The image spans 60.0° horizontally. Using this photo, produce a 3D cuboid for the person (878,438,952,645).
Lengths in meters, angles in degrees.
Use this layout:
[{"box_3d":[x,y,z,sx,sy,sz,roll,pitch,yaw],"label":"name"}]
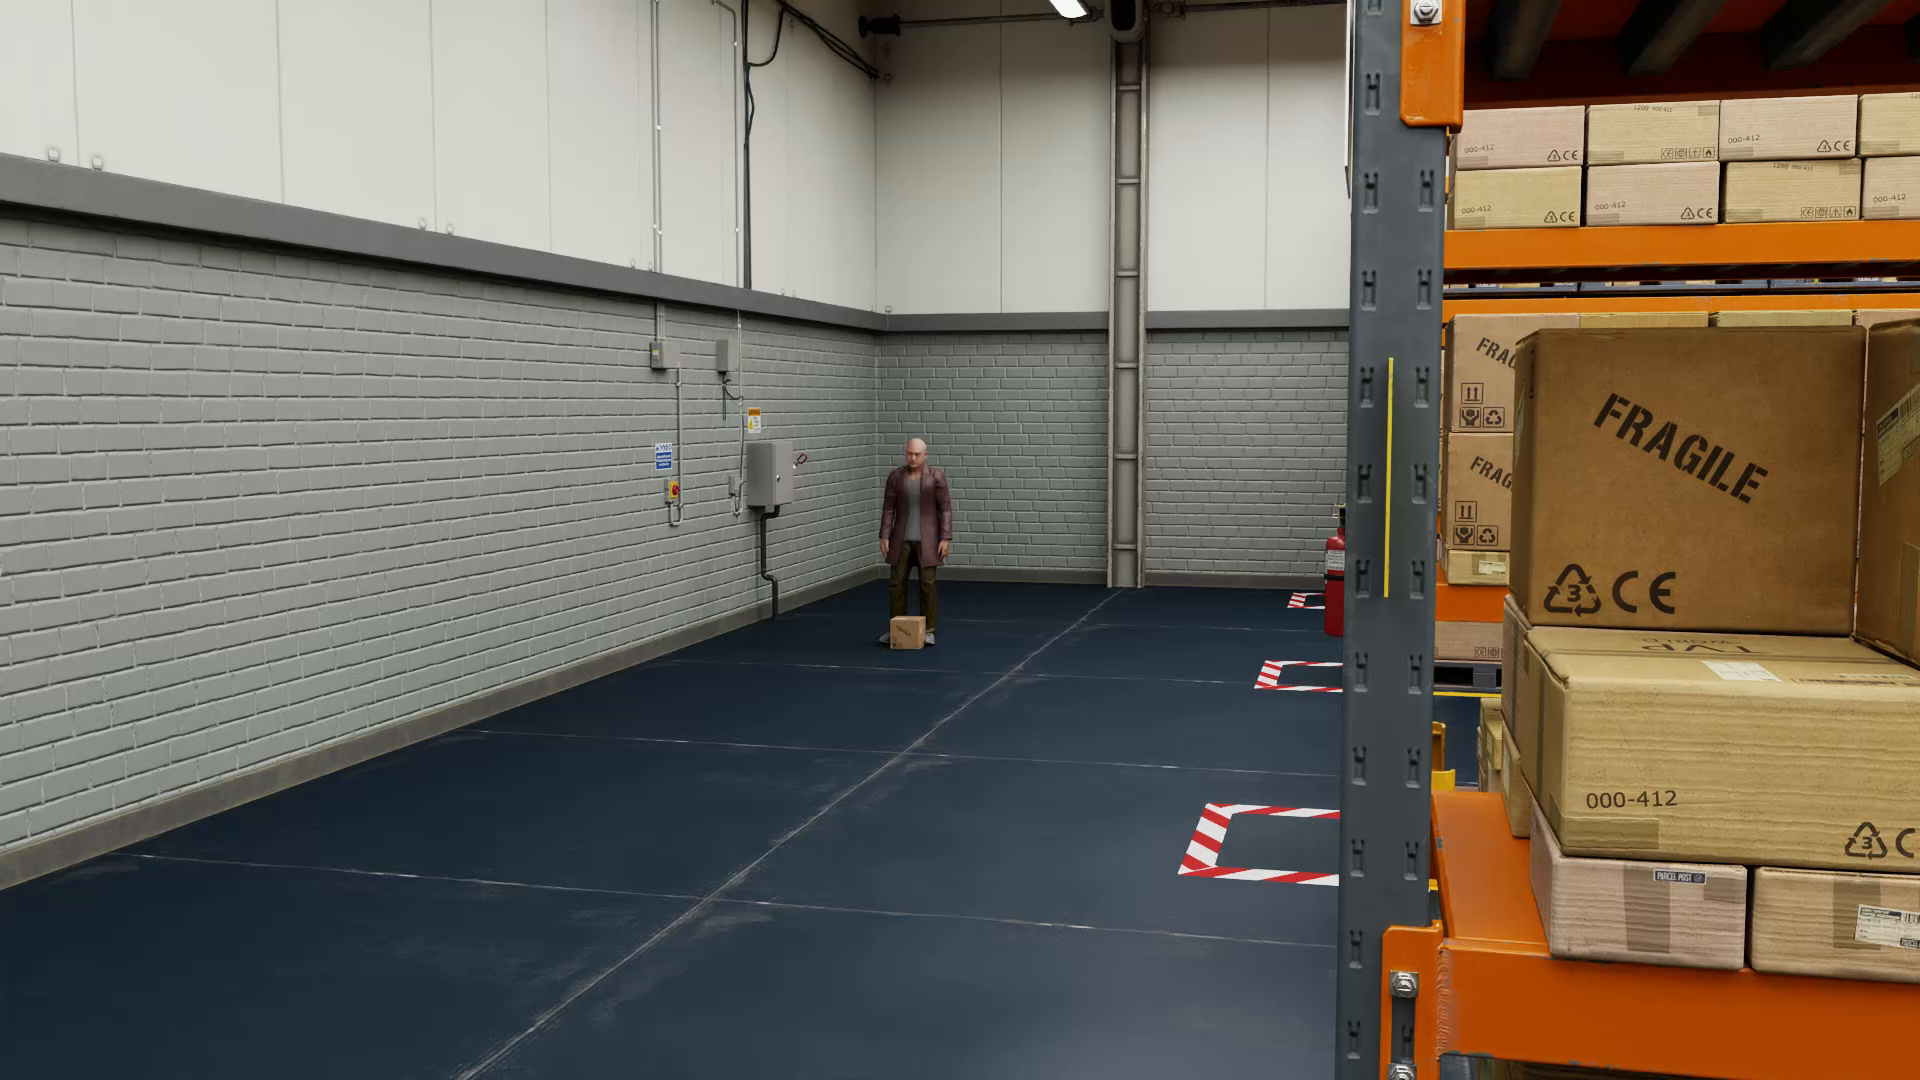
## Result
[{"box_3d":[-0.383,0.009,14.352,0.654,1.774,0.416,1,5,12],"label":"person"}]
